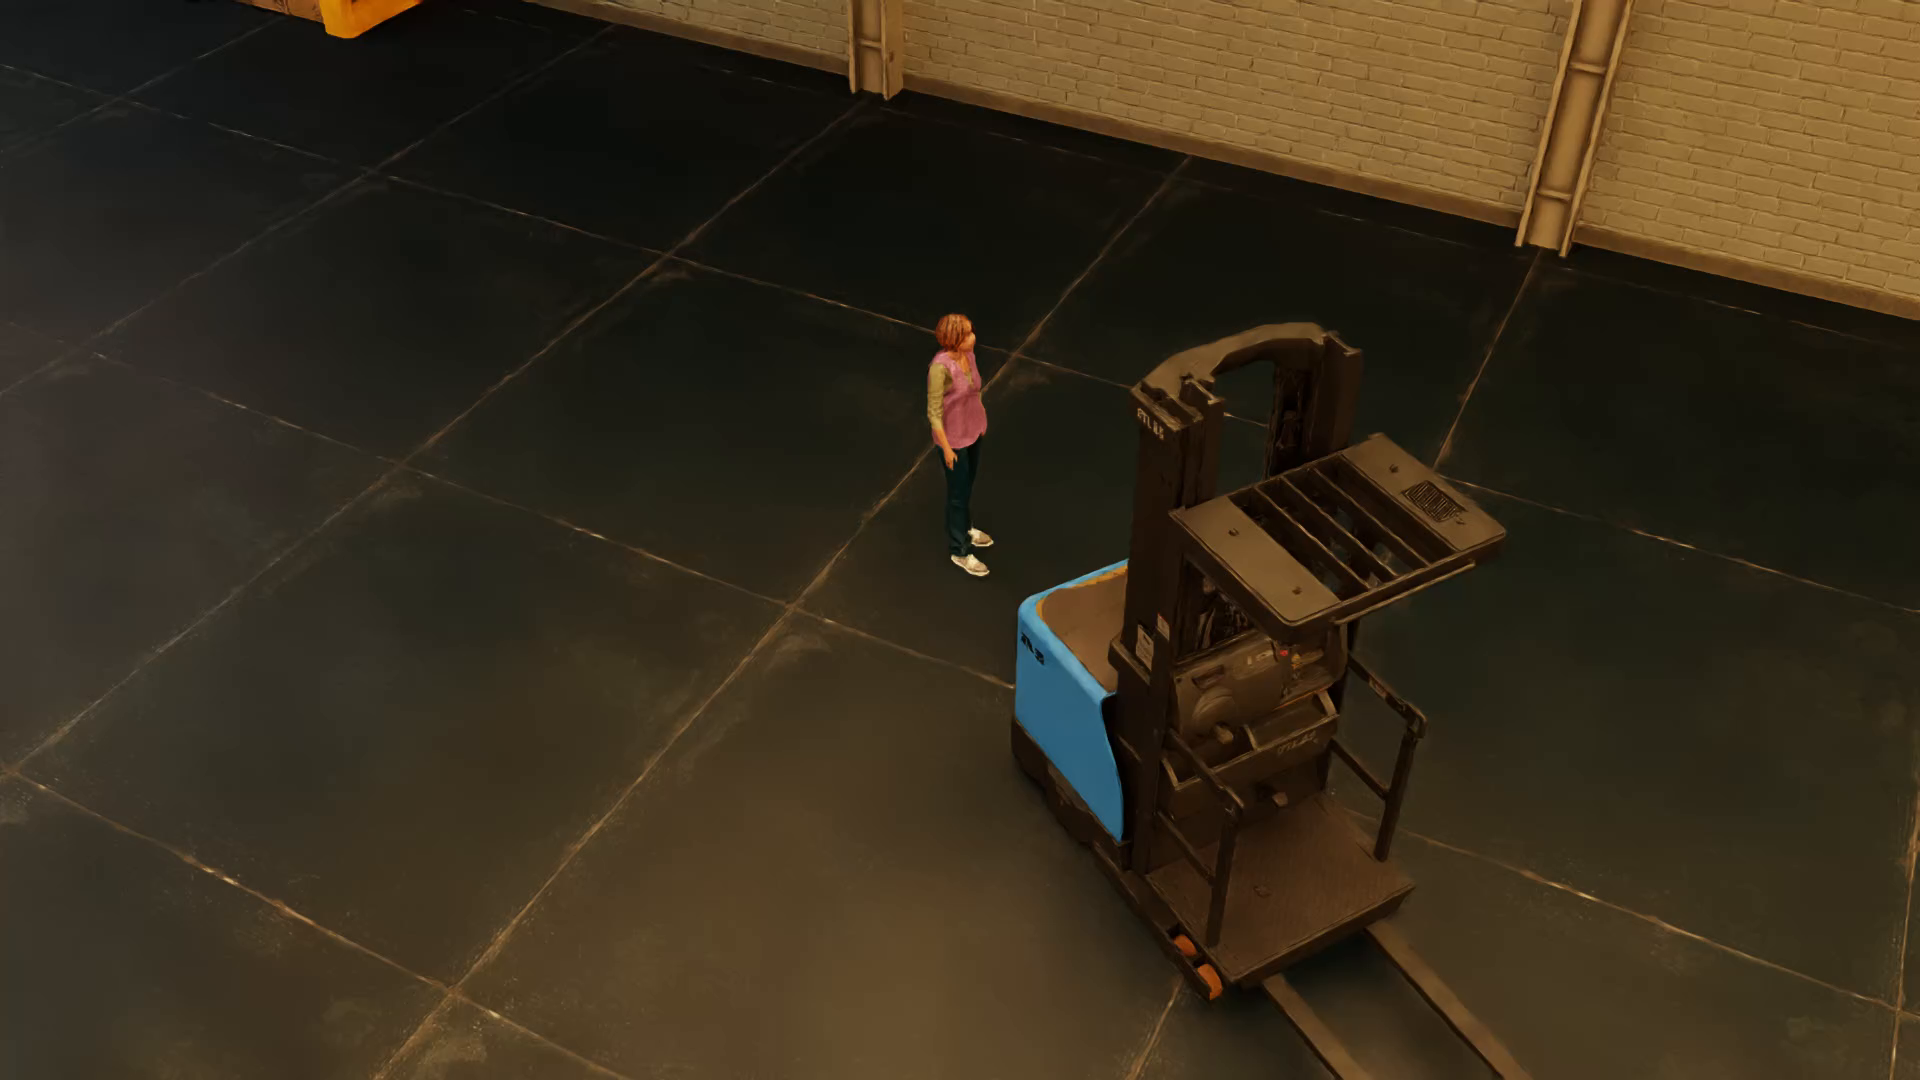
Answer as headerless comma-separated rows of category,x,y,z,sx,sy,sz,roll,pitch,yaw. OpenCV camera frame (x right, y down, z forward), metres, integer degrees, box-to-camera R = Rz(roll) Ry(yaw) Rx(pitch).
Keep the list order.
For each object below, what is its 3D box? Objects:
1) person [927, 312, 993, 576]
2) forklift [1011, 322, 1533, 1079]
person,0.060,-0.586,9.707,0.474,1.597,0.520,18,43,21
forklift,1.437,0.672,7.188,1.130,2.935,3.031,-20,44,-22
